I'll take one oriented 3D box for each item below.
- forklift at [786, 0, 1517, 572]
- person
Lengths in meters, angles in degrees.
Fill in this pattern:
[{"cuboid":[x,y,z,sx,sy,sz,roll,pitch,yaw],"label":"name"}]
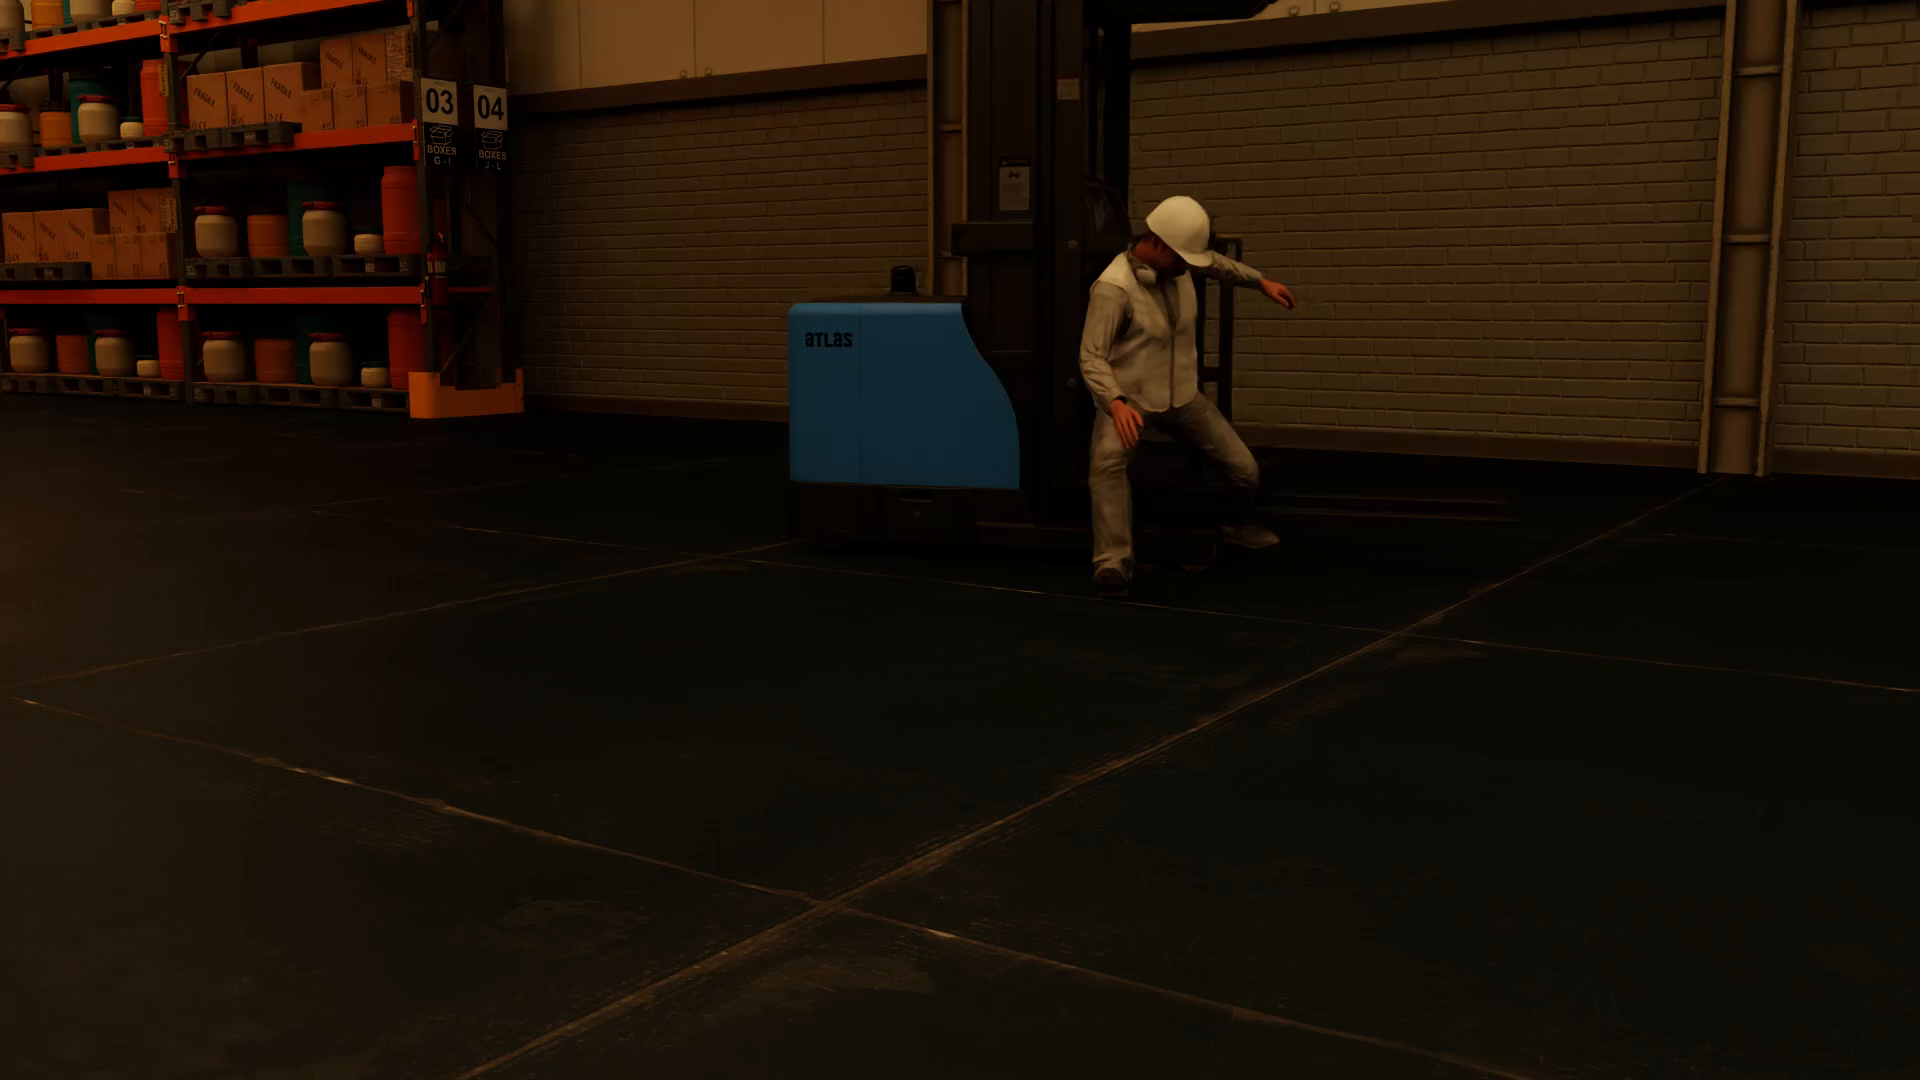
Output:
[{"cuboid":[0.821,-1.407,7.087,3.031,2.935,1.130,2,8,16],"label":"forklift"},{"cuboid":[0.850,-0.555,6.388,1.210,1.479,0.743,-5,9,-30],"label":"person"}]
